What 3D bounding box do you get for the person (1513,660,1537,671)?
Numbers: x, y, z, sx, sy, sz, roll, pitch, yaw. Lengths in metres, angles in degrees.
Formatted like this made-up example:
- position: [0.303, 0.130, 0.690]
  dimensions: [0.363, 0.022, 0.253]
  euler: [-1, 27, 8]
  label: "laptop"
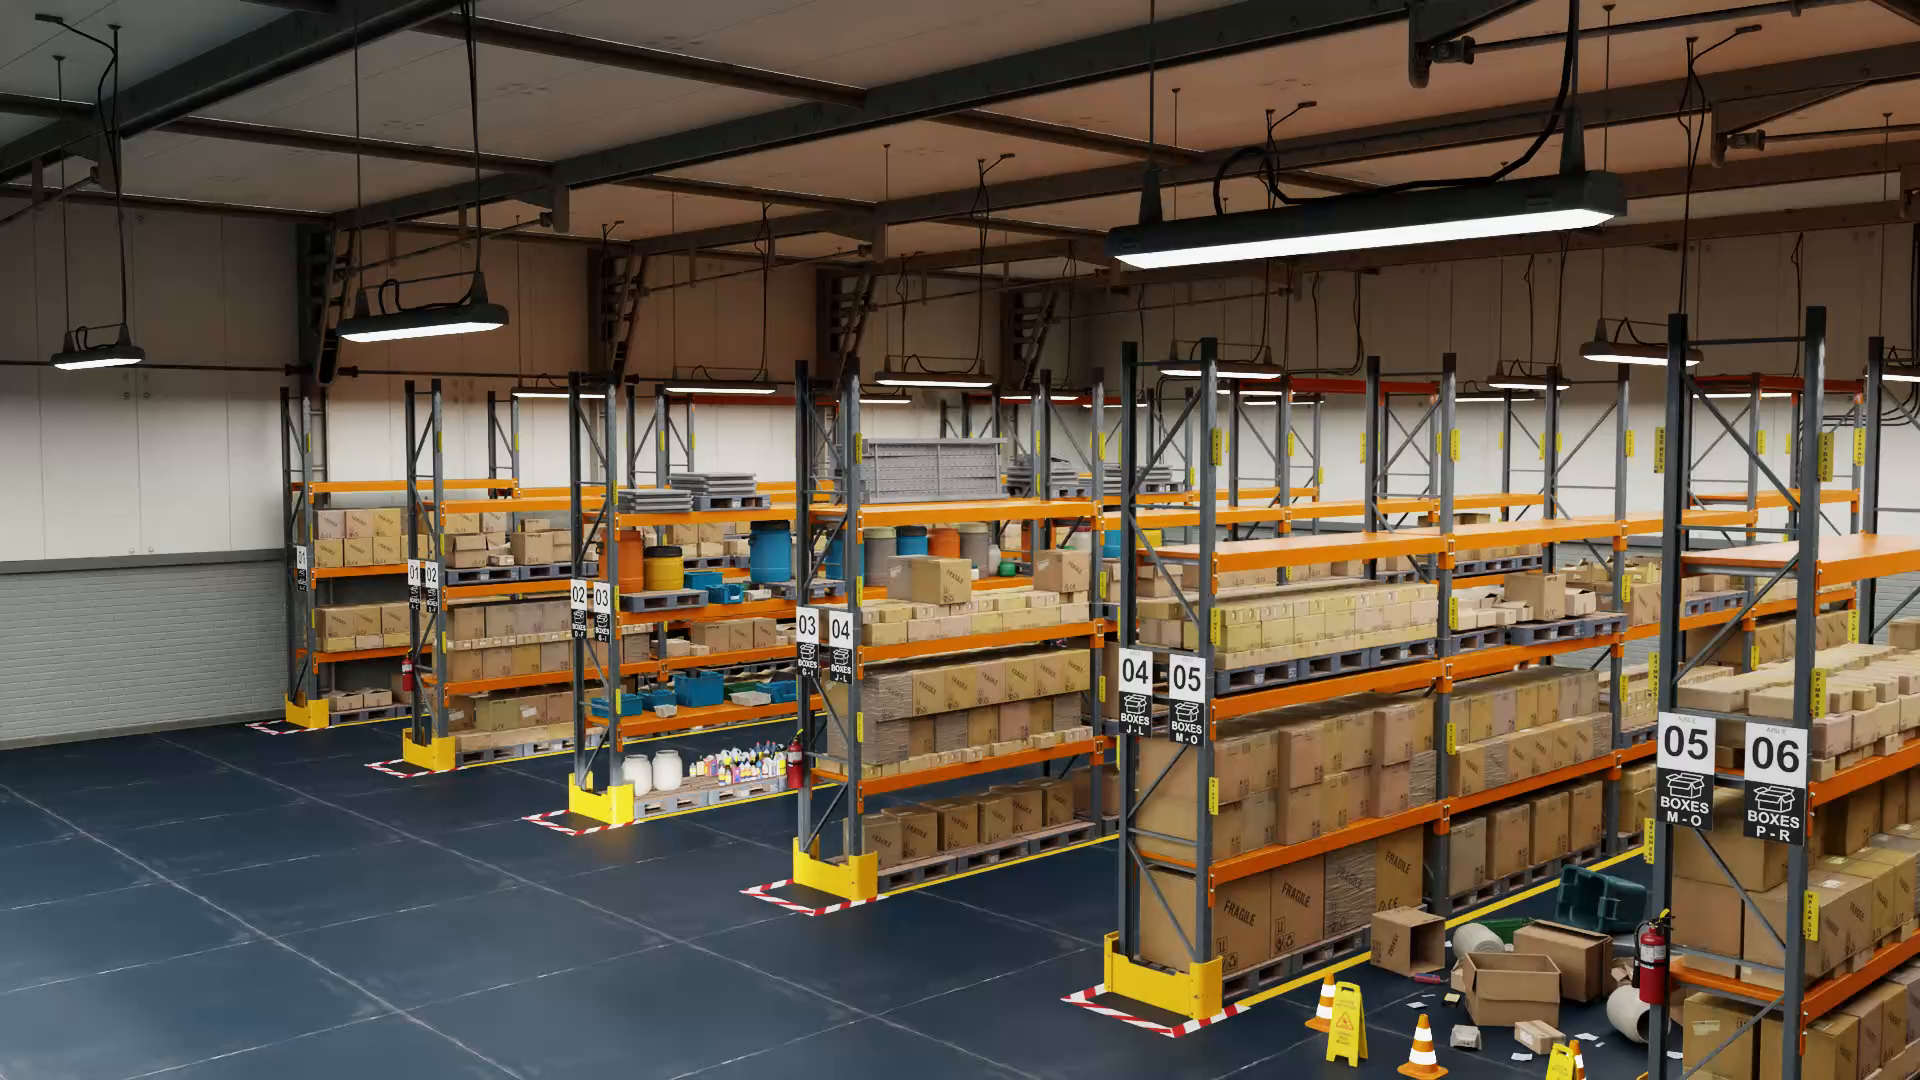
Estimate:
- position: [9.009, 2.591, 26.424]
  dimensions: [0.916, 1.781, 0.681]
  euler: [-3, 5, -42]
  label: "person"
